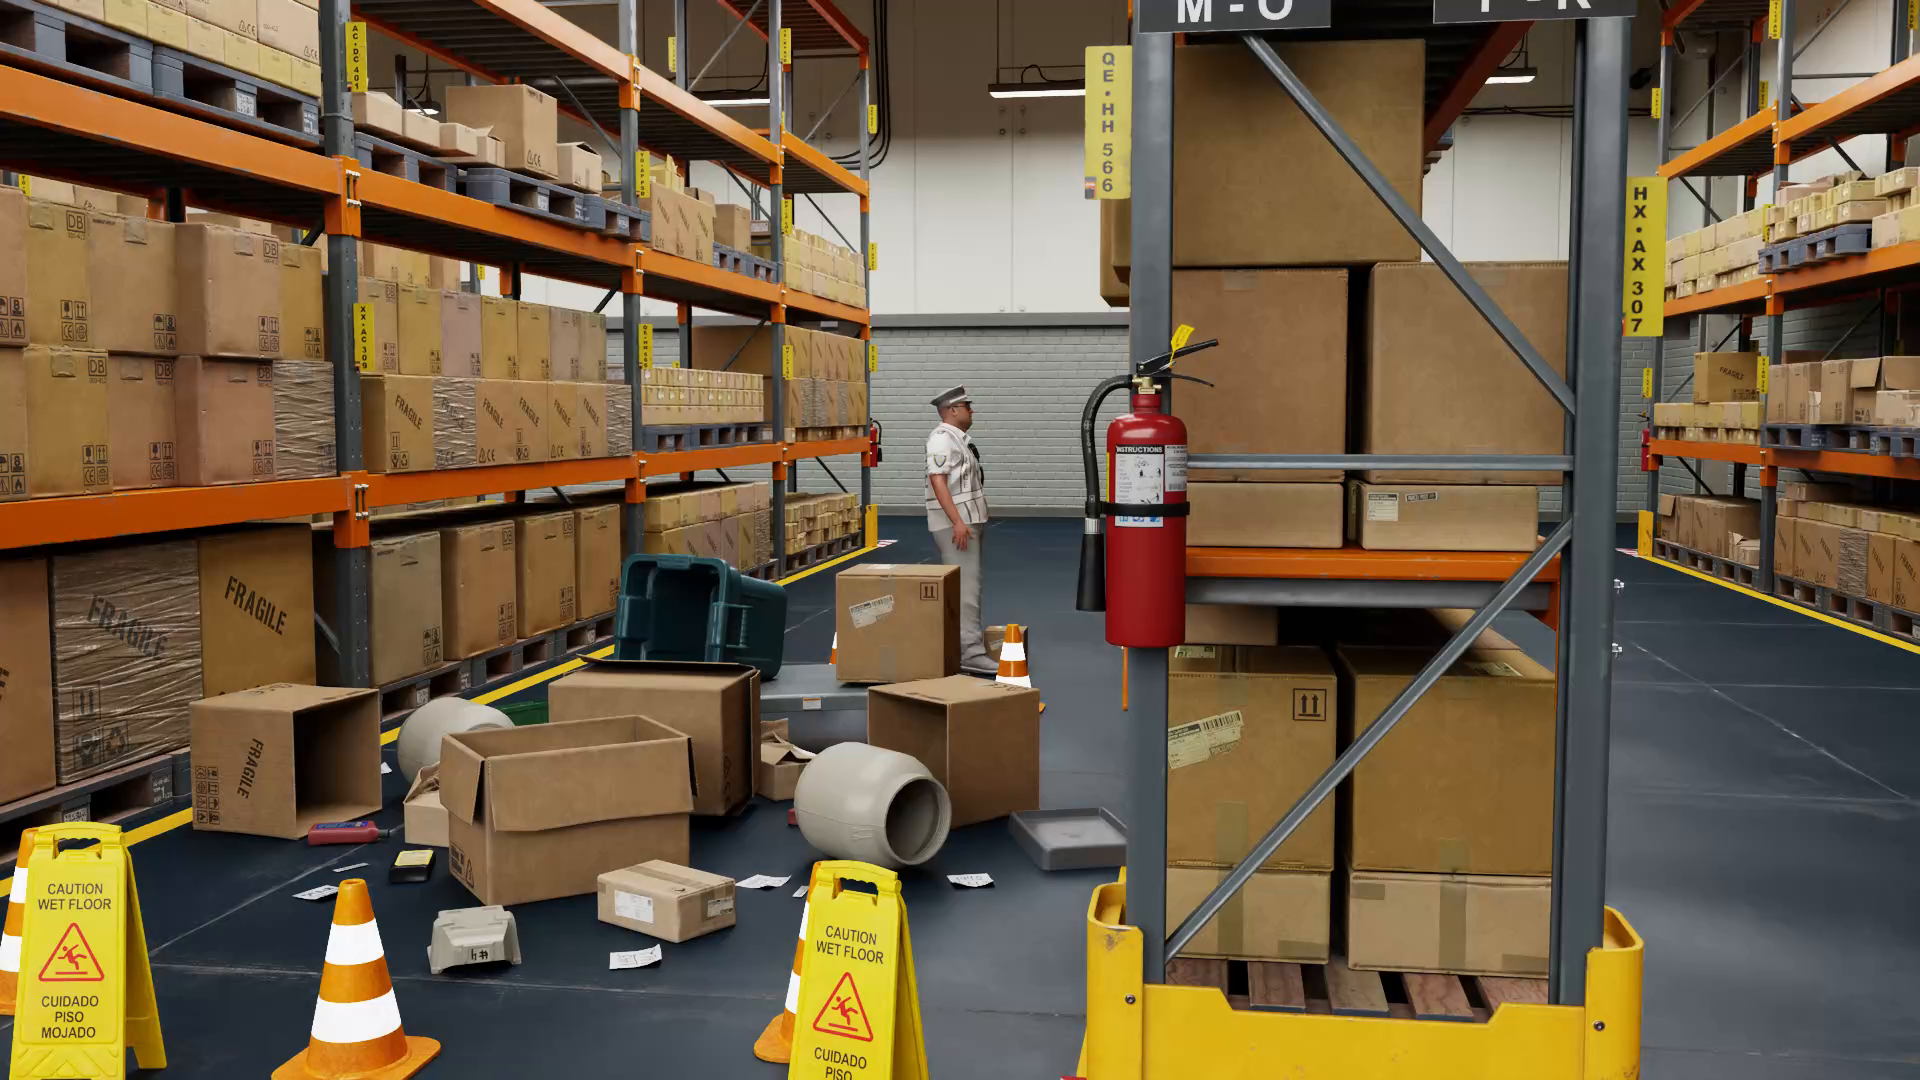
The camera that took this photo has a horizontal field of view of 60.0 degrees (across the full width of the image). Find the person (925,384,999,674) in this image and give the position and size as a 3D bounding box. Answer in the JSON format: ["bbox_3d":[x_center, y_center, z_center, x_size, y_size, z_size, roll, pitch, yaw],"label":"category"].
[{"bbox_3d":[0.074,-0.088,10.431,0.575,1.777,0.640,1,4,9],"label":"person"}]
